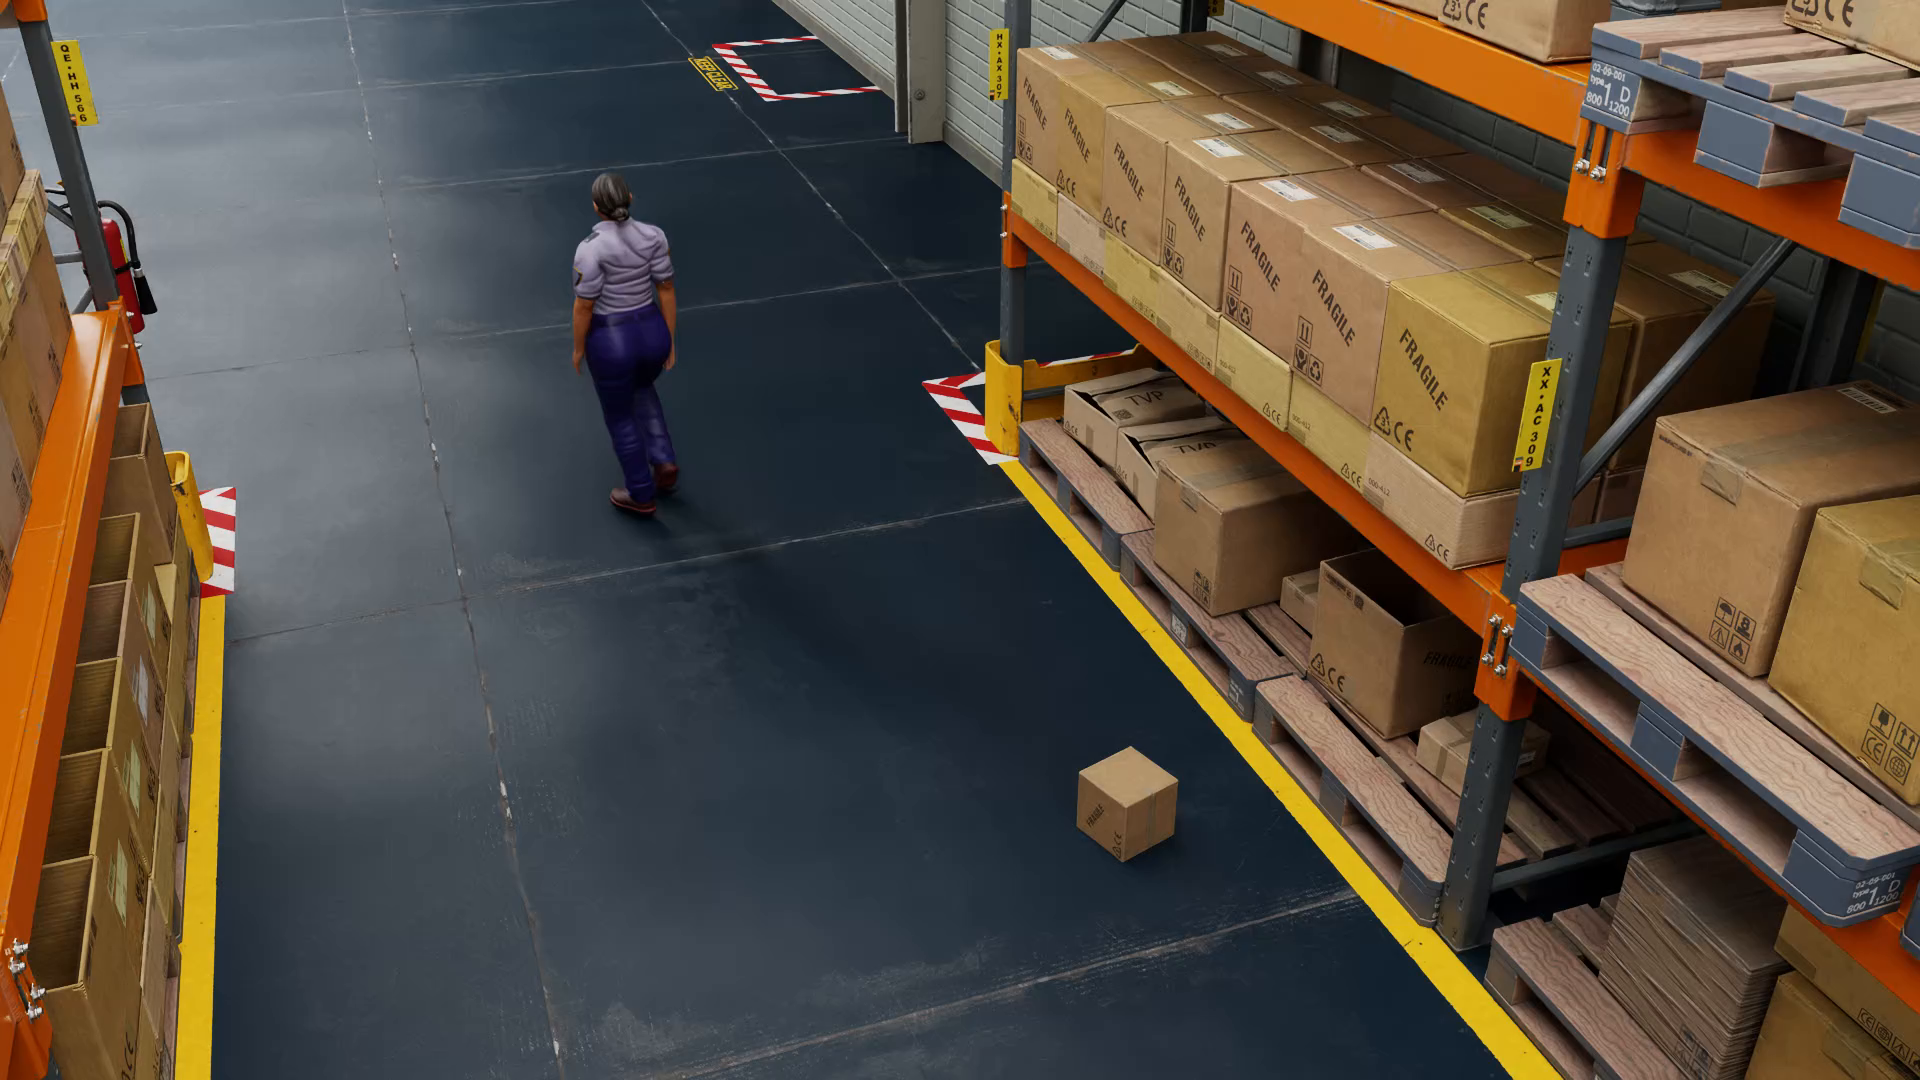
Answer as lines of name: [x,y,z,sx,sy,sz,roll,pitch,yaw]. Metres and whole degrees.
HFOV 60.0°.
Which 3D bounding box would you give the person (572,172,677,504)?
person: [-1.572,-0.948,7.664,0.475,1.566,0.438,-26,39,-37]
